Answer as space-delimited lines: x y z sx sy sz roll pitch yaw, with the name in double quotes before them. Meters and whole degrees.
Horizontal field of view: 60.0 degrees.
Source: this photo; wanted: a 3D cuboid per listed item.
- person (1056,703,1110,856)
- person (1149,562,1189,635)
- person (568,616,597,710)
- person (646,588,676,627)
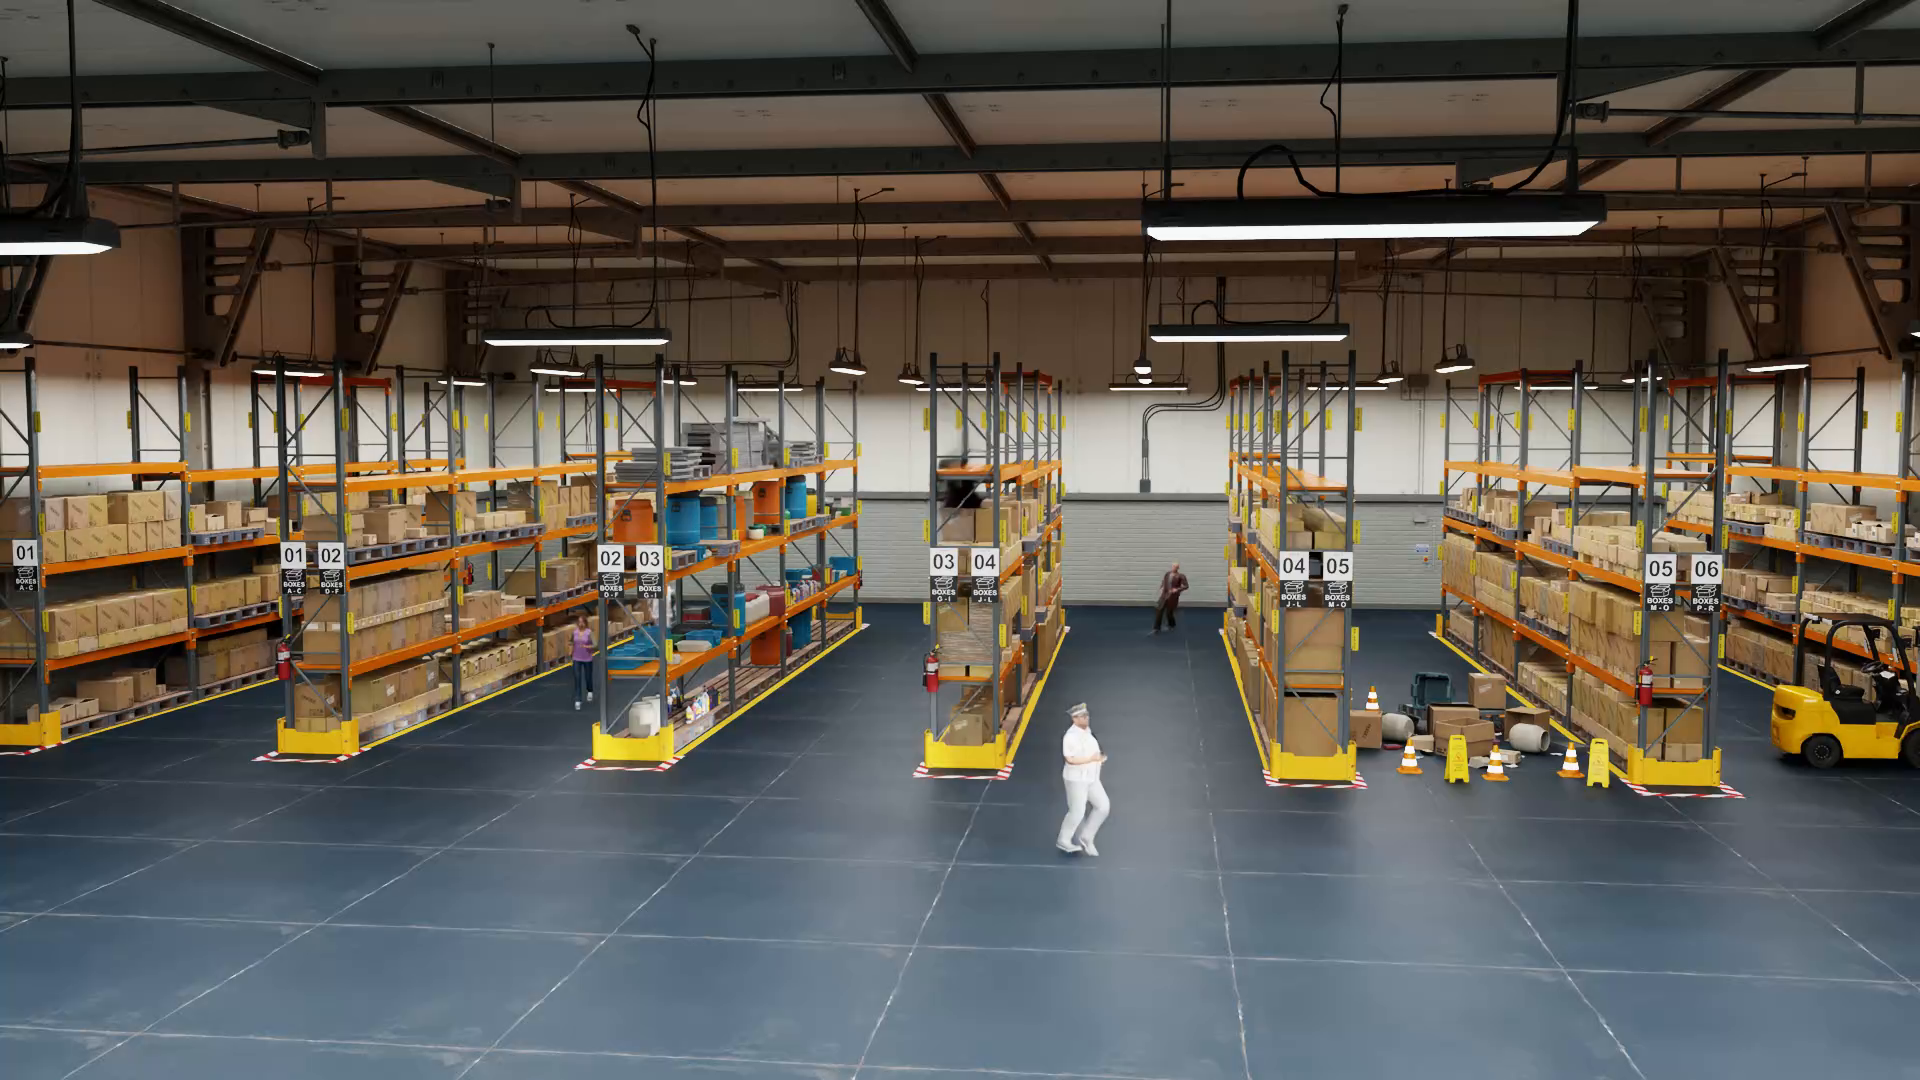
"person" 1.441 2.777 19.155 0.696 1.826 0.641 3 5 36
"person" 5.024 1.377 39.267 0.789 1.741 0.943 3 5 35
"person" -6.619 2.120 29.165 0.534 1.590 0.890 0 4 -5
"person" -6.253 1.637 34.947 0.663 1.773 0.967 0 4 -4
